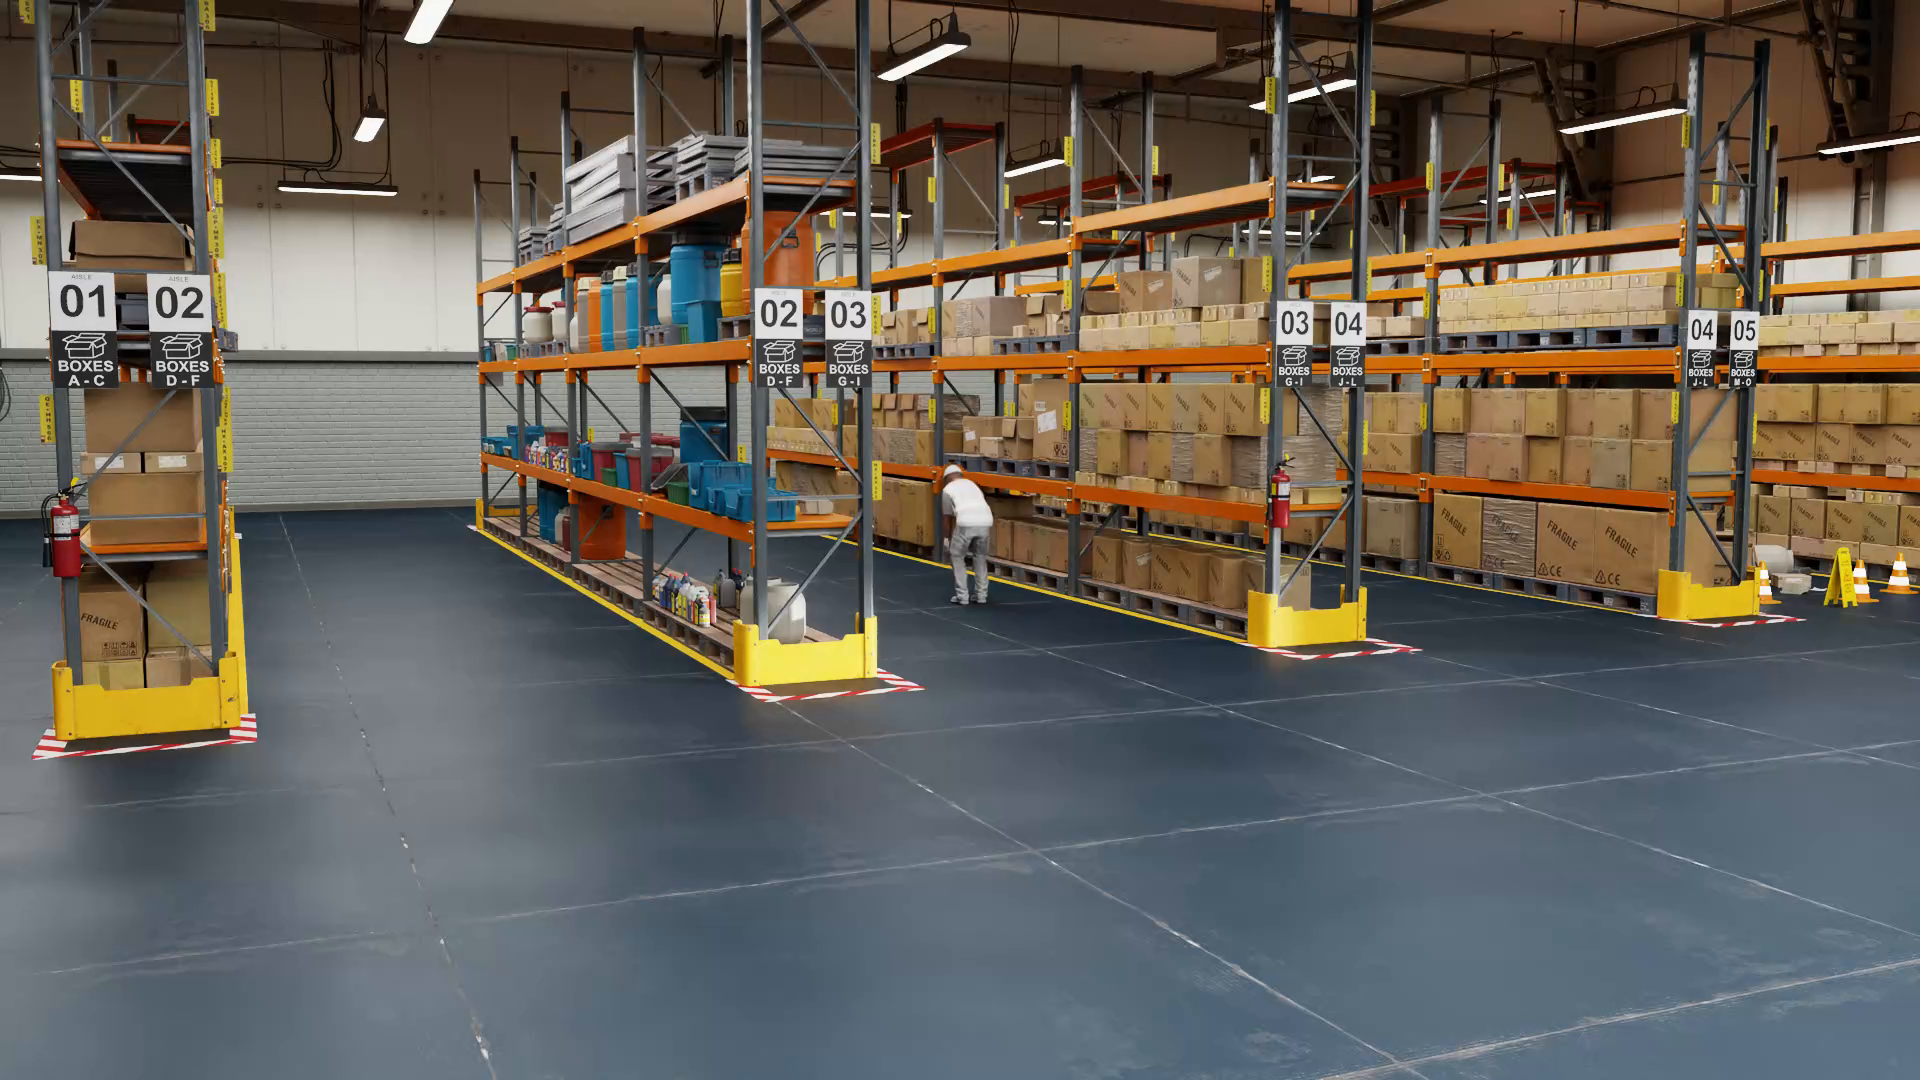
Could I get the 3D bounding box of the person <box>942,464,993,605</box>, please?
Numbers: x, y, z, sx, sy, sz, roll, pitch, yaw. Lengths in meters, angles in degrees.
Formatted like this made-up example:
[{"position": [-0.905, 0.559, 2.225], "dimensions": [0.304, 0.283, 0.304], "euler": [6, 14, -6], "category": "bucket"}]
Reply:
[{"position": [0.043, -0.073, 18.716], "dimensions": [0.483, 1.534, 0.824], "euler": [-2, 6, -25], "category": "person"}]
